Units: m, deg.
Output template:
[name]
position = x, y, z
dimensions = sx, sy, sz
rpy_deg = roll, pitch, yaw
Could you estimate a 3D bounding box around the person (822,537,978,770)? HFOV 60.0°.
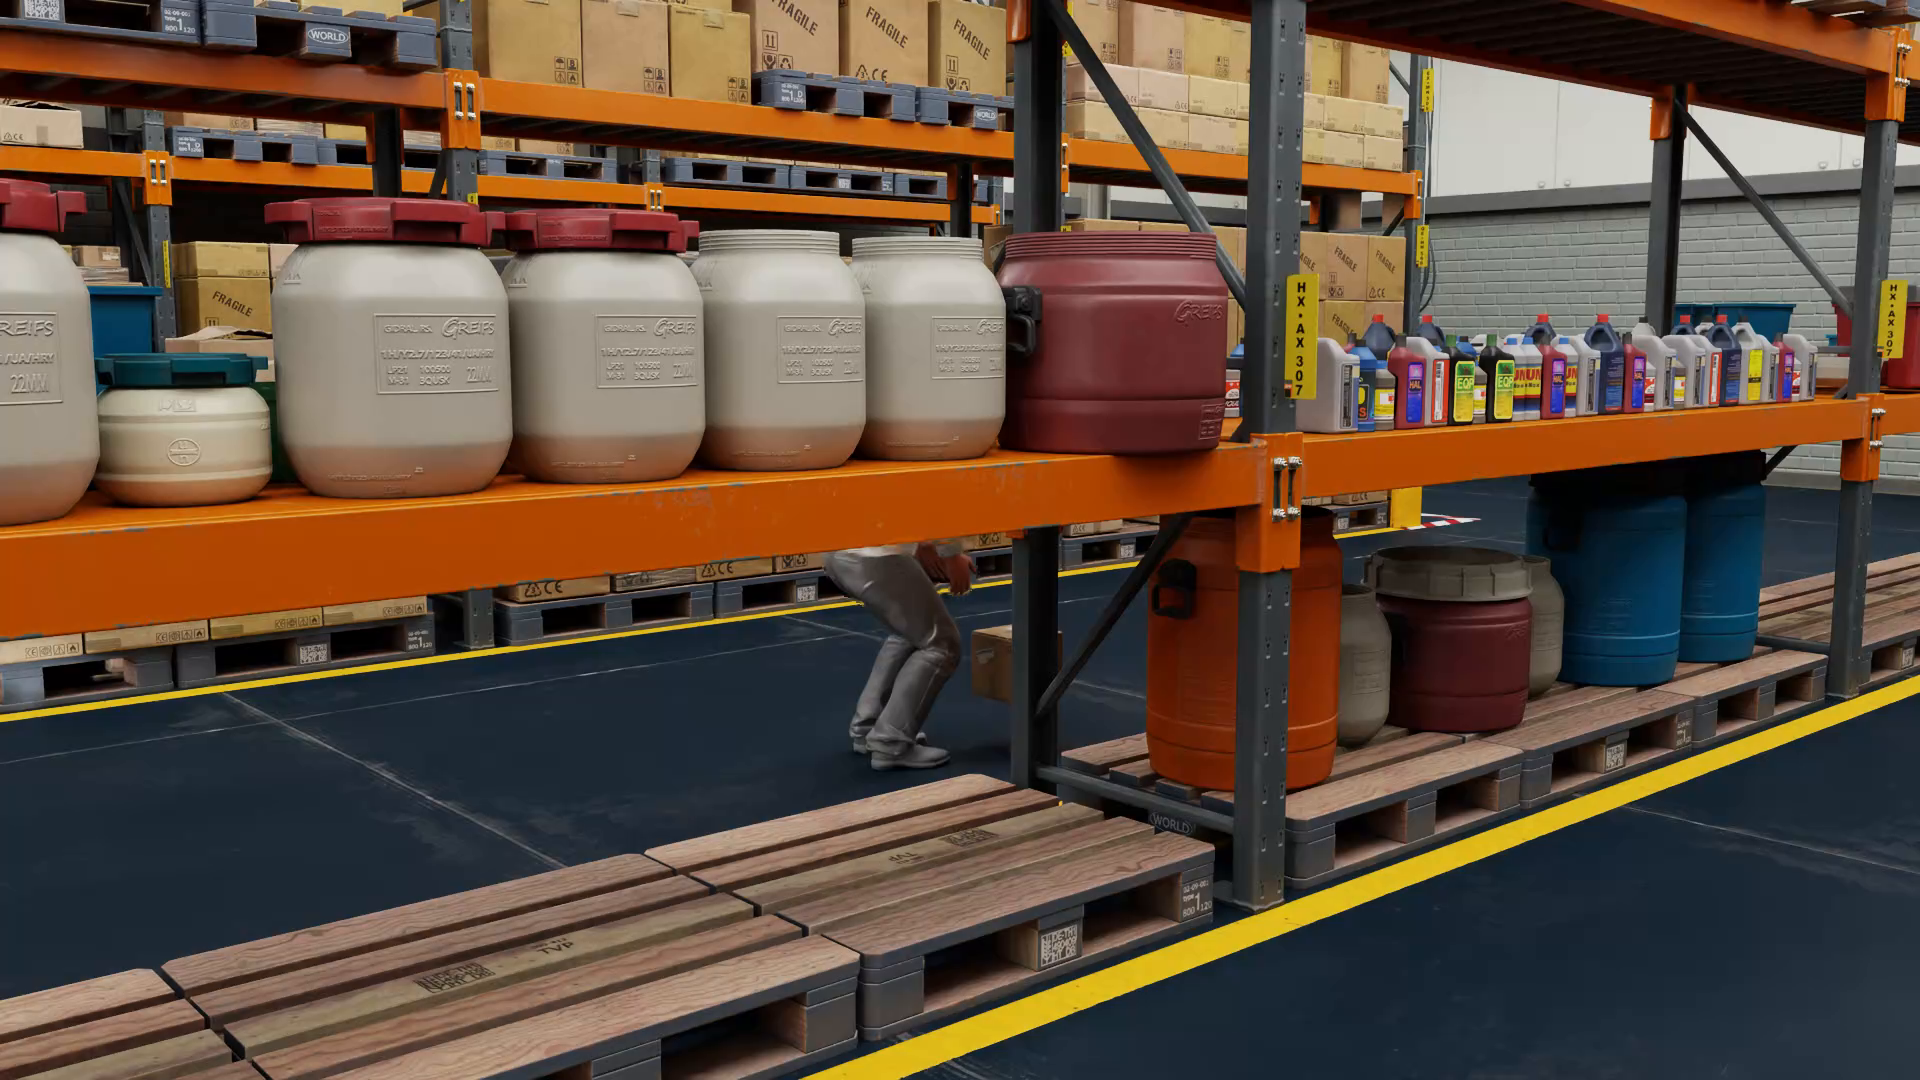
[person]
position = -0.208, 0.032, 6.210
dimensions = 0.649, 1.584, 0.586
rpy_deg = -3, 8, -19
